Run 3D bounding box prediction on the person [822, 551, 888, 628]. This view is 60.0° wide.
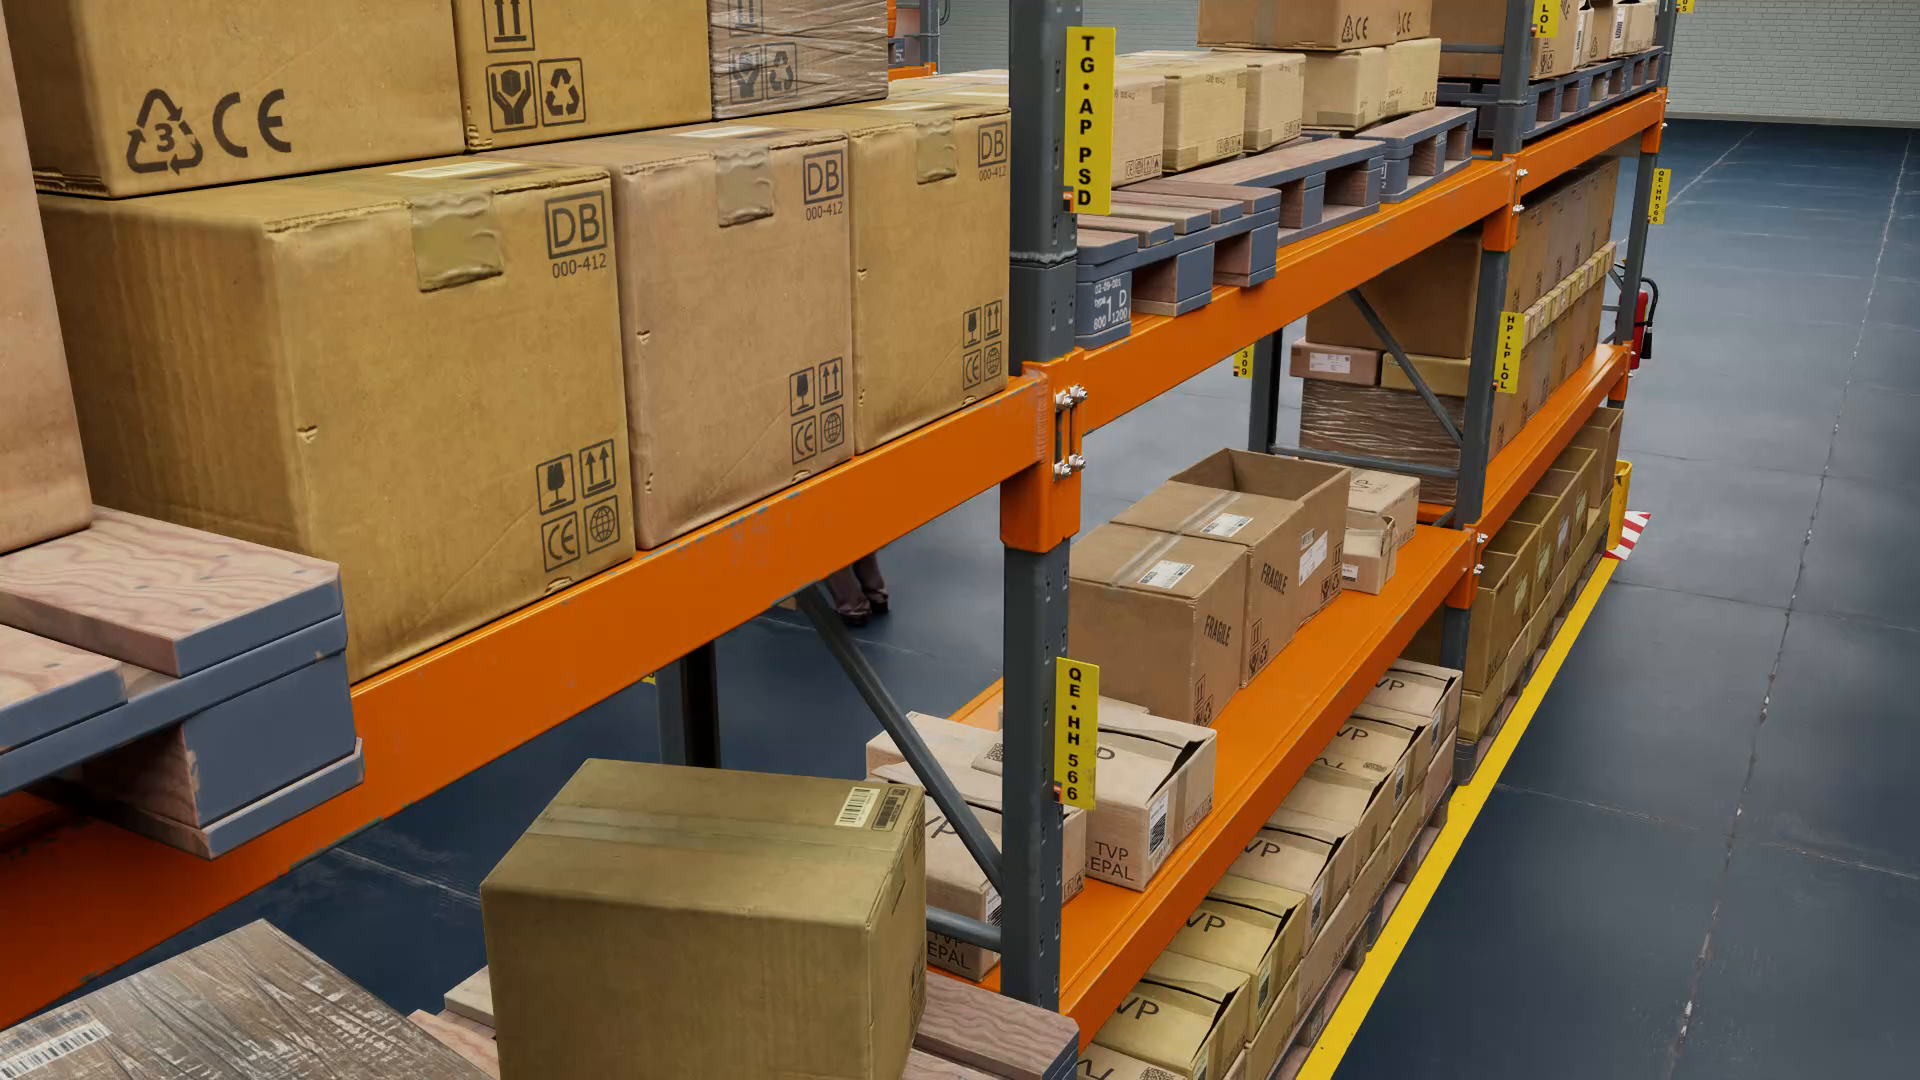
[{"bbox_3d":[-0.626,-0.252,9.233,0.670,1.461,0.590,11,22,28],"label":"person"}]
